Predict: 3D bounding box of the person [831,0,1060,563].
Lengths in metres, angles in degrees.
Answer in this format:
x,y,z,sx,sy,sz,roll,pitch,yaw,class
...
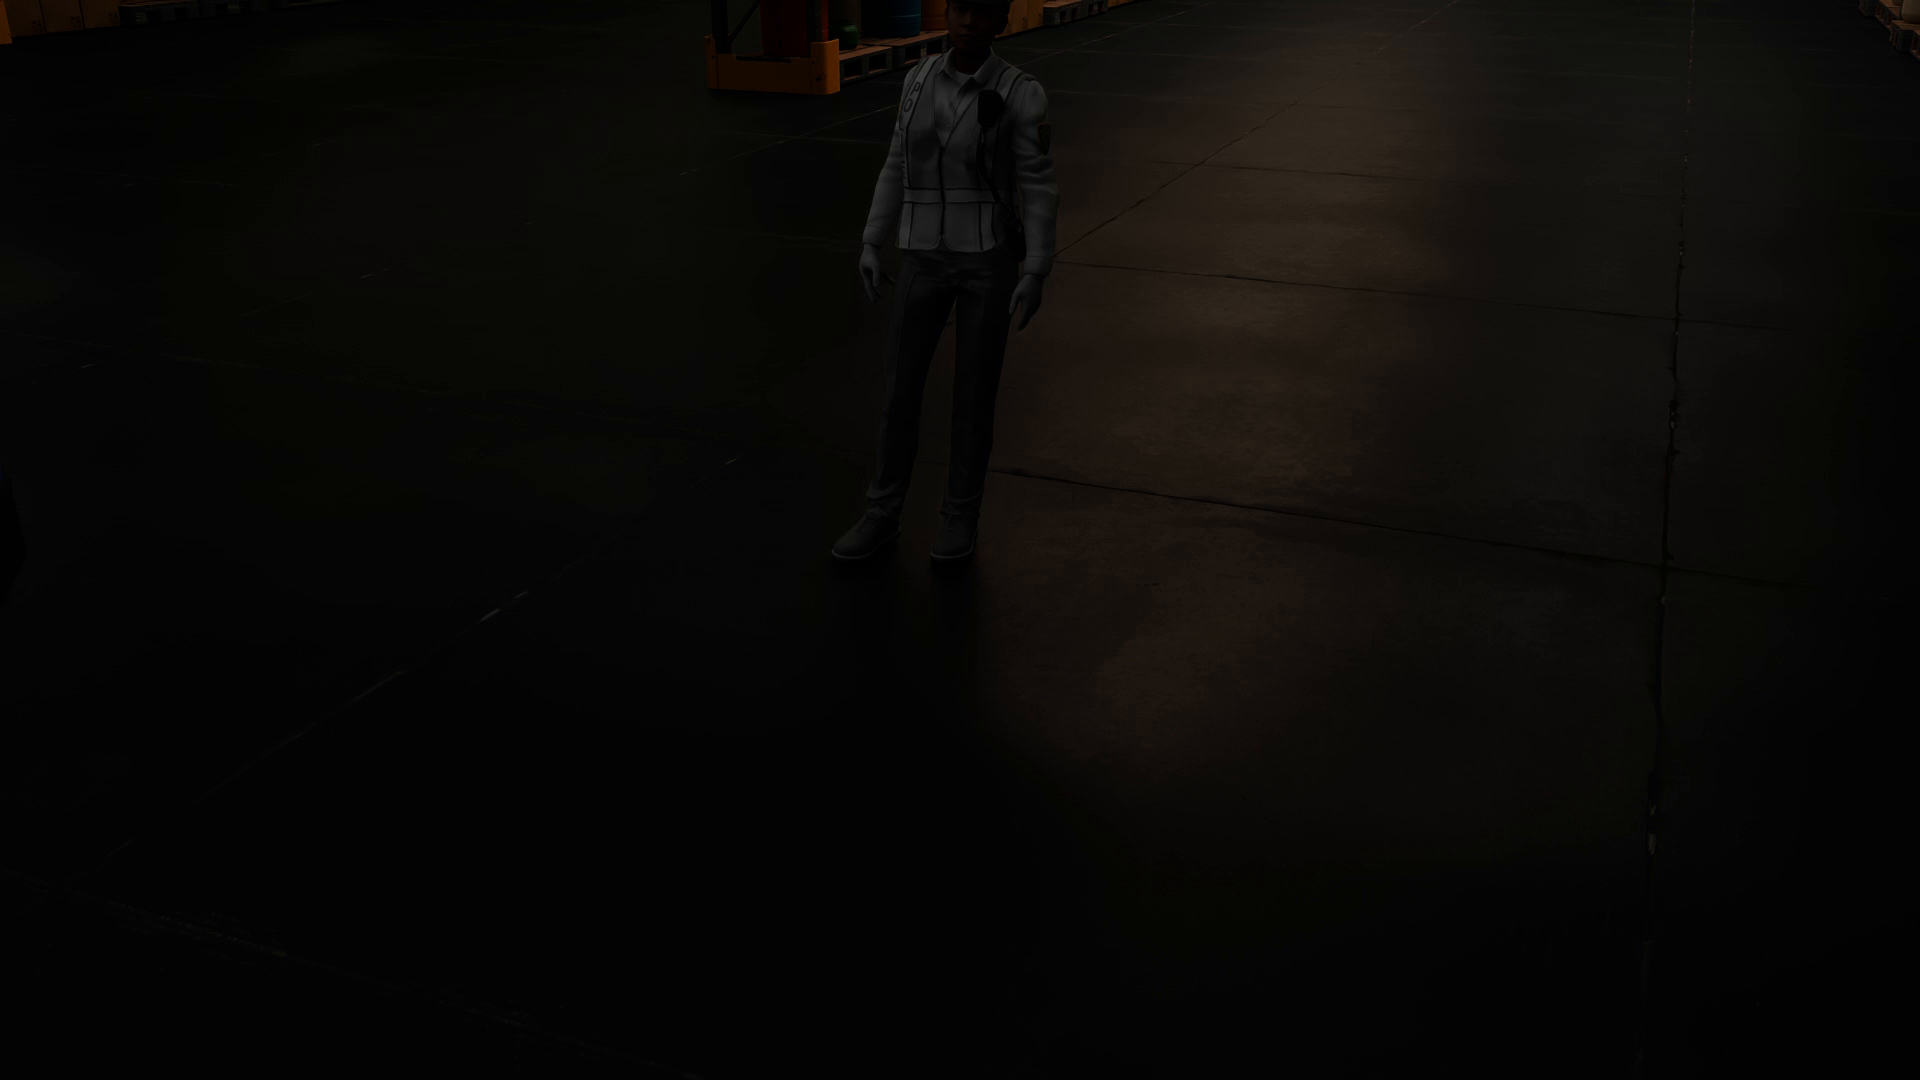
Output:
x,y,z,sx,sy,sz,roll,pitch,yaw,class
-0.032,-0.765,4.707,0.587,1.695,0.531,9,24,21,person

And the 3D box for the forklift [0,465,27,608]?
x,y,z,sx,sy,sz,roll,pitch,yaw,class
-4.006,-0.907,3.462,3.031,2.935,1.130,-7,24,-16,forklift
